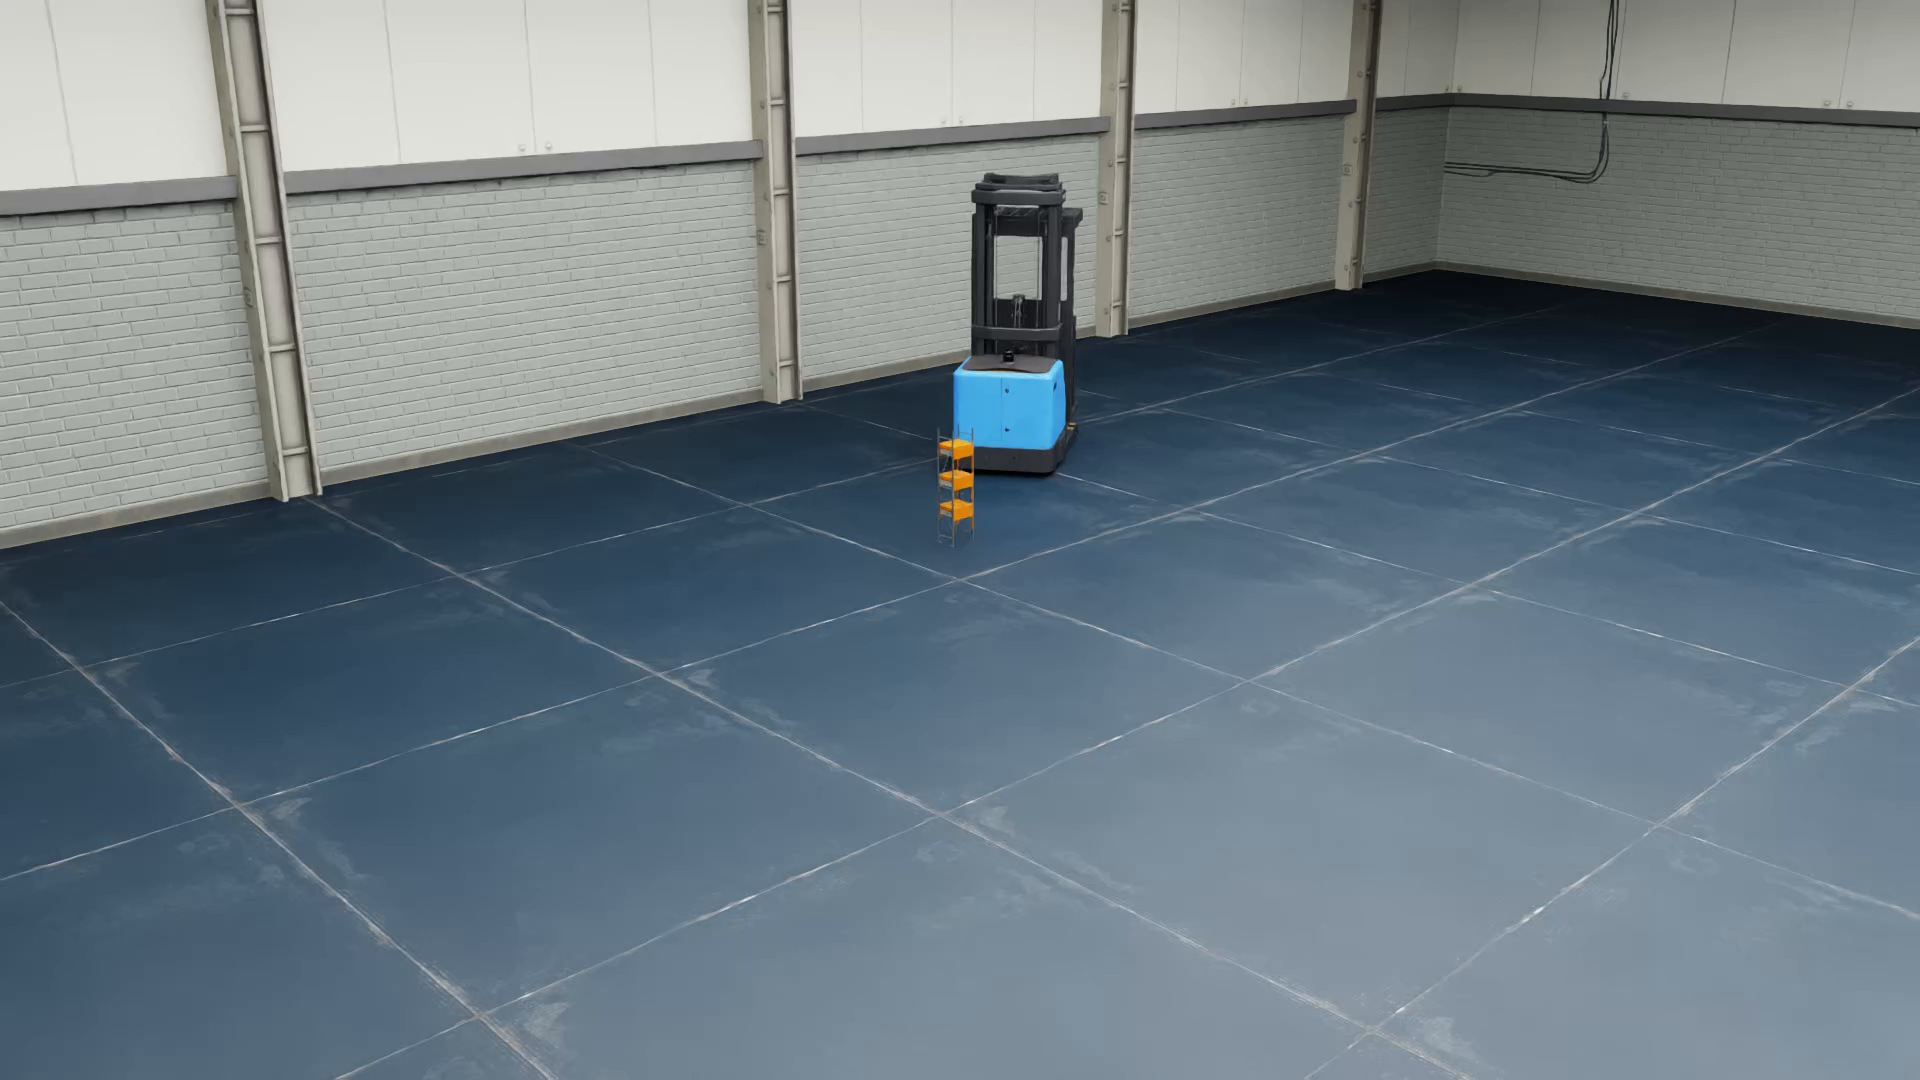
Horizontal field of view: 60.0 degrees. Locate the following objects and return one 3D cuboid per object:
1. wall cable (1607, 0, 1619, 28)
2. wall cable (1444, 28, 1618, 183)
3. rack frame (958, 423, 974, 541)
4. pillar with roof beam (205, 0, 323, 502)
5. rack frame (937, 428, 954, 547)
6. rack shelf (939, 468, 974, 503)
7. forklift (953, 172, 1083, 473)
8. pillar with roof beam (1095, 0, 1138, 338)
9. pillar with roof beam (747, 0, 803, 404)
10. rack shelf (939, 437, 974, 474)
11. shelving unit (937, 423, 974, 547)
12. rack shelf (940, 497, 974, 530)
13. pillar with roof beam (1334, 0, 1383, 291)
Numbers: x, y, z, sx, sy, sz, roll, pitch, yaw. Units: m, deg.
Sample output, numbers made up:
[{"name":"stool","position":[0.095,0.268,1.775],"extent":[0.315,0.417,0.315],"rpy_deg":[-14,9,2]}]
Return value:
[{"name":"wall cable","position":[11.464,-9.186,25.571],"extent":[0.112,2.526,3.097],"rpy_deg":[-16,24,-41]},{"name":"wall cable","position":[9.606,-7.390,28.220],"extent":[0.112,2.526,3.097],"rpy_deg":[-16,24,-41]},{"name":"rack frame","position":[0.050,-0.514,14.868],"extent":[0.008,1.050,0.200],"rpy_deg":[-16,24,-41]},{"name":"pillar with roof beam","position":[-3.565,-3.760,11.990],"extent":[0.400,9.000,9.100],"rpy_deg":[-16,24,-41]},{"name":"rack frame","position":[-0.128,-0.462,14.708],"extent":[0.008,1.050,0.200],"rpy_deg":[-16,24,-41]},{"name":"rack shelf","position":[-0.039,-0.478,14.791],"extent":[0.240,0.259,0.215],"rpy_deg":[-16,24,-41]},{"name":"forklift","position":[0.711,-2.492,17.919],"extent":[1.130,2.935,3.031],"rpy_deg":[4,18,11]},{"name":"pillar with roof beam","position":[5.155,-6.303,19.833],"extent":[0.400,9.000,9.100],"rpy_deg":[-16,24,-41]},{"name":"pillar with roof beam","position":[0.795,-5.031,15.912],"extent":[0.400,9.000,9.100],"rpy_deg":[-16,24,-41]},{"name":"rack shelf","position":[-0.039,-0.748,14.704],"extent":[0.240,0.259,0.215],"rpy_deg":[-16,24,-41]},{"name":"shelving unit","position":[-0.039,-0.488,14.788],"extent":[0.252,1.050,0.215],"rpy_deg":[-16,24,-41]},{"name":"rack shelf","position":[-0.039,-0.214,14.877],"extent":[0.240,0.259,0.215],"rpy_deg":[-16,24,-41]},{"name":"pillar with roof beam","position":[9.514,-7.574,23.754],"extent":[0.400,9.000,9.100],"rpy_deg":[-16,24,-41]}]
